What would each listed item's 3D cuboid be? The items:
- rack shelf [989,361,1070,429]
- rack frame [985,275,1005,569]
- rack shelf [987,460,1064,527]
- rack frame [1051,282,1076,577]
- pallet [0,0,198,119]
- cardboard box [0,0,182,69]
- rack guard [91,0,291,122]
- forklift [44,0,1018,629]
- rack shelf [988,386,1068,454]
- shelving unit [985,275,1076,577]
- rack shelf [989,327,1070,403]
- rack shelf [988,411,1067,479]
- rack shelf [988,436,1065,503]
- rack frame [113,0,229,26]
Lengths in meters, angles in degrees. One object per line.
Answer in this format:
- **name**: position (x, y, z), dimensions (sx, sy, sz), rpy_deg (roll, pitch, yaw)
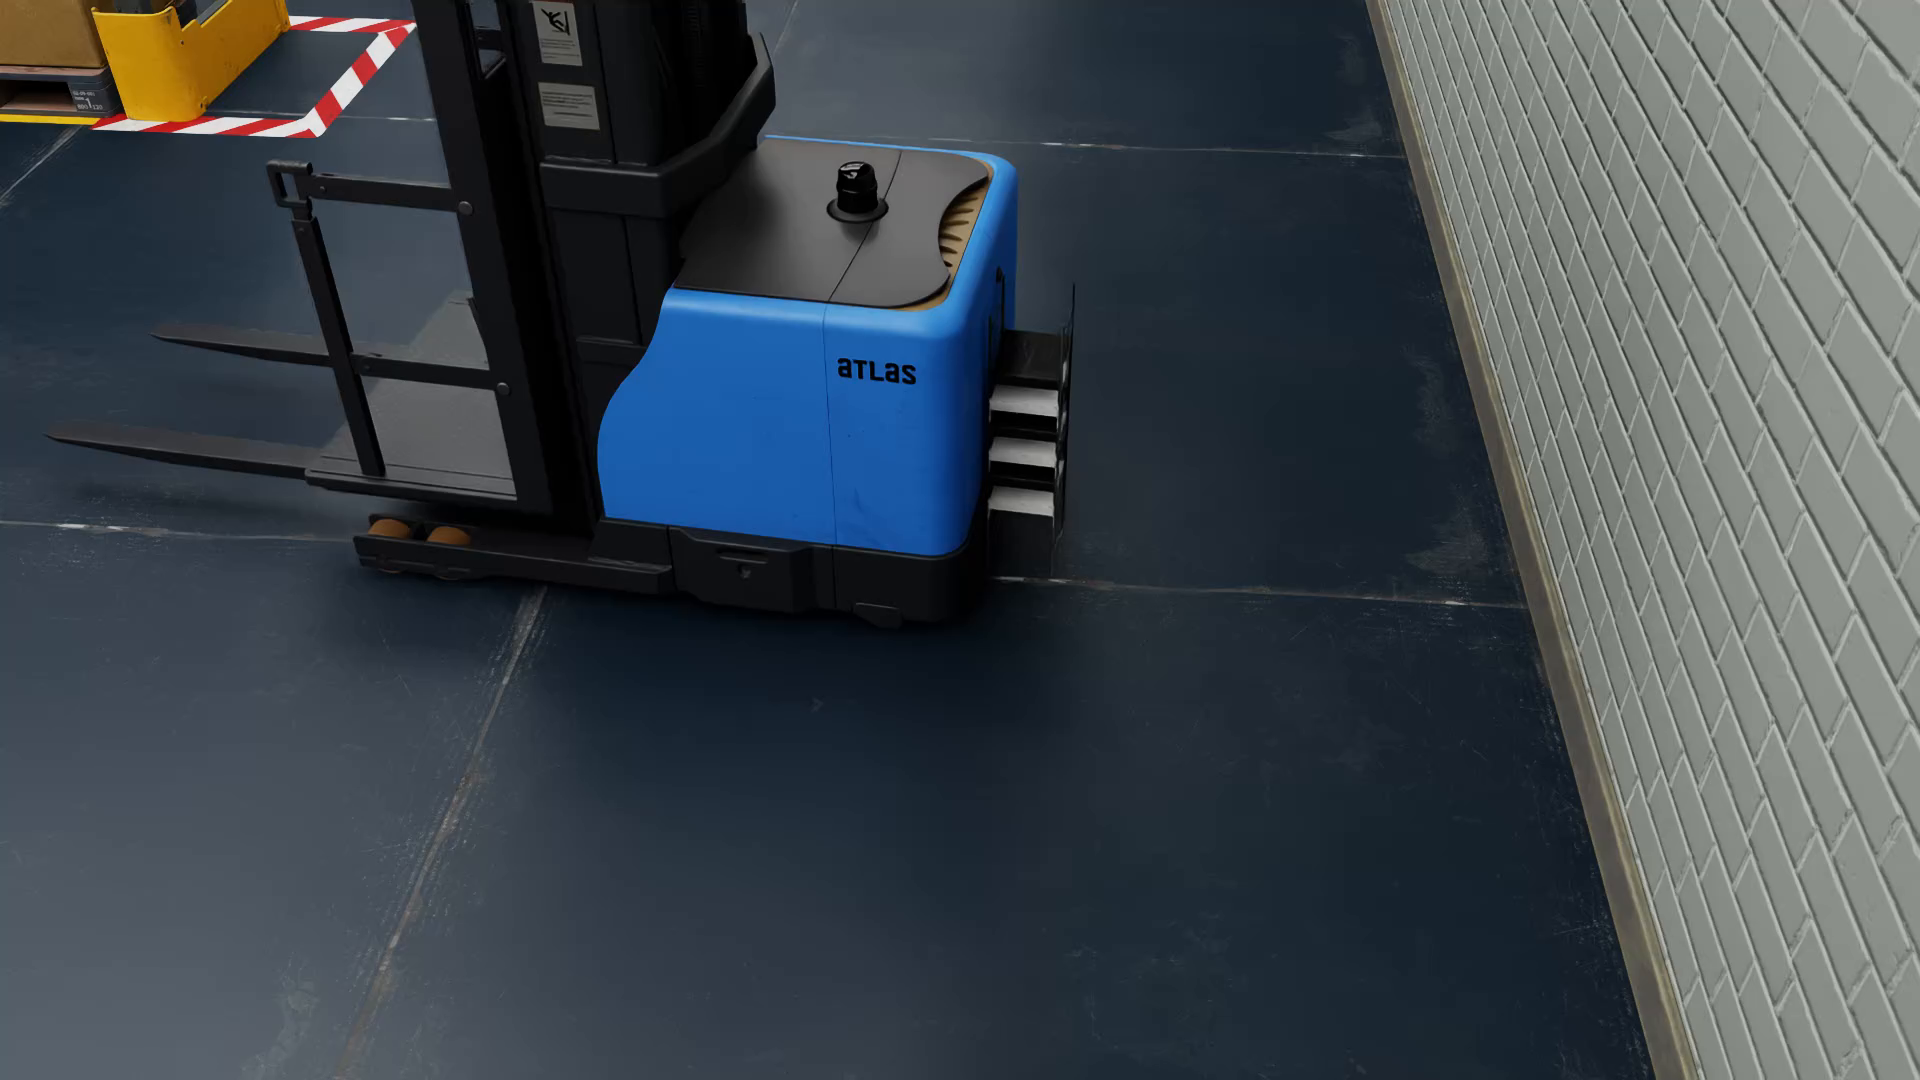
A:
- **rack shelf**: position (0.204, -0.436, 4.840), dimensions (0.200, 0.077, 0.258), rpy_deg (7, 40, 8)
- **rack frame**: position (0.104, -0.334, 4.947), dimensions (0.006, 0.900, 0.240), rpy_deg (7, 40, 8)
- **rack shelf**: position (0.204, -0.156, 5.067), dimensions (0.200, 0.077, 0.258), rpy_deg (7, 40, 8)
- **rack frame**: position (0.304, -0.310, 4.918), dimensions (0.006, 0.900, 0.240), rpy_deg (7, 40, 8)
- **pallet**: position (-4.444, -2.359, 7.981), dimensions (1.213, 0.211, 1.003), rpy_deg (3, 39, 4)
- **cardboard box**: position (-4.285, -2.769, 7.627), dimensions (0.875, 0.875, 0.875), rpy_deg (3, 39, 4)
- **rack guard**: position (-3.616, -2.475, 7.895), dimensions (0.348, 0.500, 1.175), rpy_deg (3, 39, 4)
- **forklift**: position (-1.381, -1.332, 4.565), dimensions (3.031, 2.935, 1.130), rpy_deg (7, 40, 8)
- **rack shelf**: position (0.204, -0.366, 4.897), dimensions (0.200, 0.077, 0.258), rpy_deg (7, 40, 8)
- **shelving unit**: position (0.204, -0.322, 4.933), dimensions (0.210, 0.900, 0.258), rpy_deg (7, 40, 8)
- **rack shelf**: position (0.204, -0.505, 4.783), dimensions (0.200, 0.077, 0.258), rpy_deg (7, 40, 8)
- **rack shelf**: position (0.204, -0.296, 4.954), dimensions (0.200, 0.077, 0.258), rpy_deg (7, 40, 8)
- **rack shelf**: position (0.204, -0.226, 5.010), dimensions (0.200, 0.077, 0.258), rpy_deg (7, 40, 8)
- **rack frame**: position (-3.640, -3.446, 7.108), dimensions (0.127, 3.000, 1.000), rpy_deg (3, 39, 4)
